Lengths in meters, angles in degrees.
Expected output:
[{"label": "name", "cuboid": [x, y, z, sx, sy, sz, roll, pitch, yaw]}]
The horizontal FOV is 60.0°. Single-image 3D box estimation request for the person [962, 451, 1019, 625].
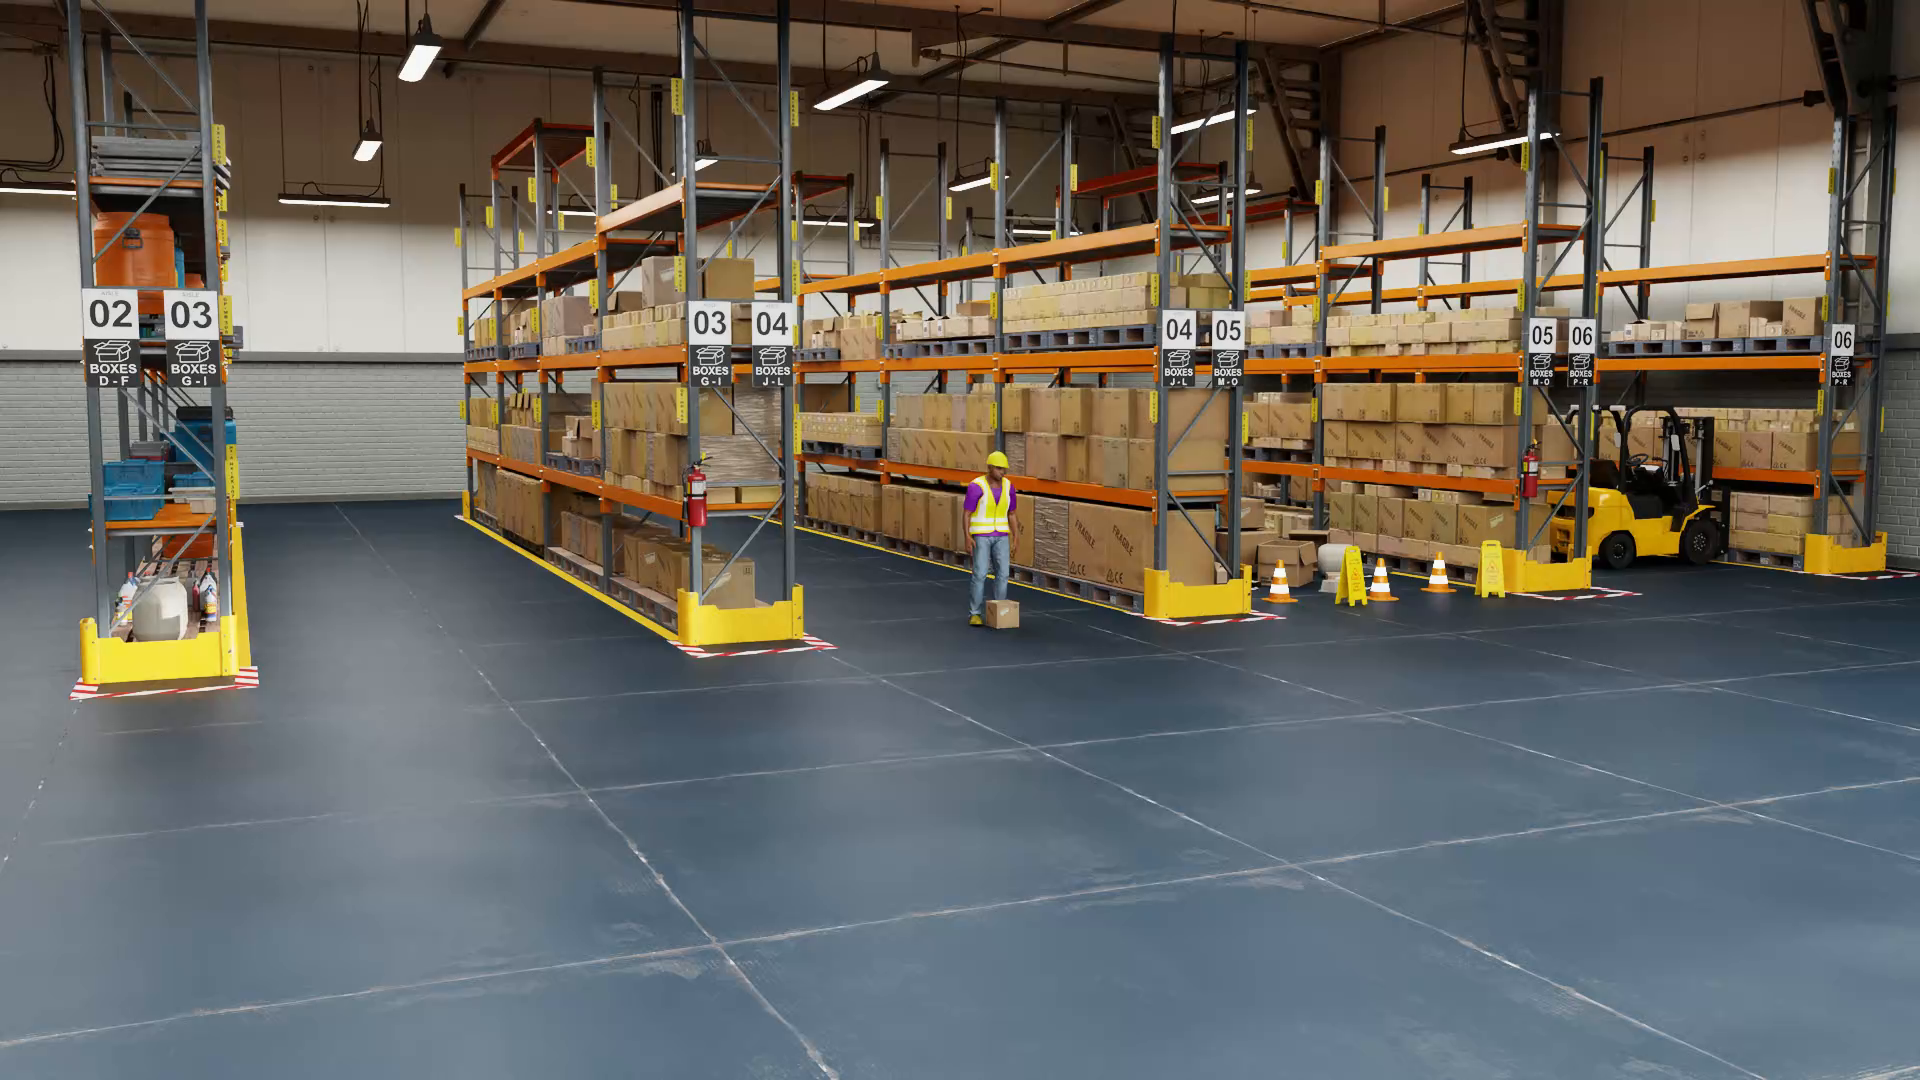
[{"label": "person", "cuboid": [0.322, -0.023, 16.918, 0.630, 1.760, 0.461, -3, 6, -27]}]
